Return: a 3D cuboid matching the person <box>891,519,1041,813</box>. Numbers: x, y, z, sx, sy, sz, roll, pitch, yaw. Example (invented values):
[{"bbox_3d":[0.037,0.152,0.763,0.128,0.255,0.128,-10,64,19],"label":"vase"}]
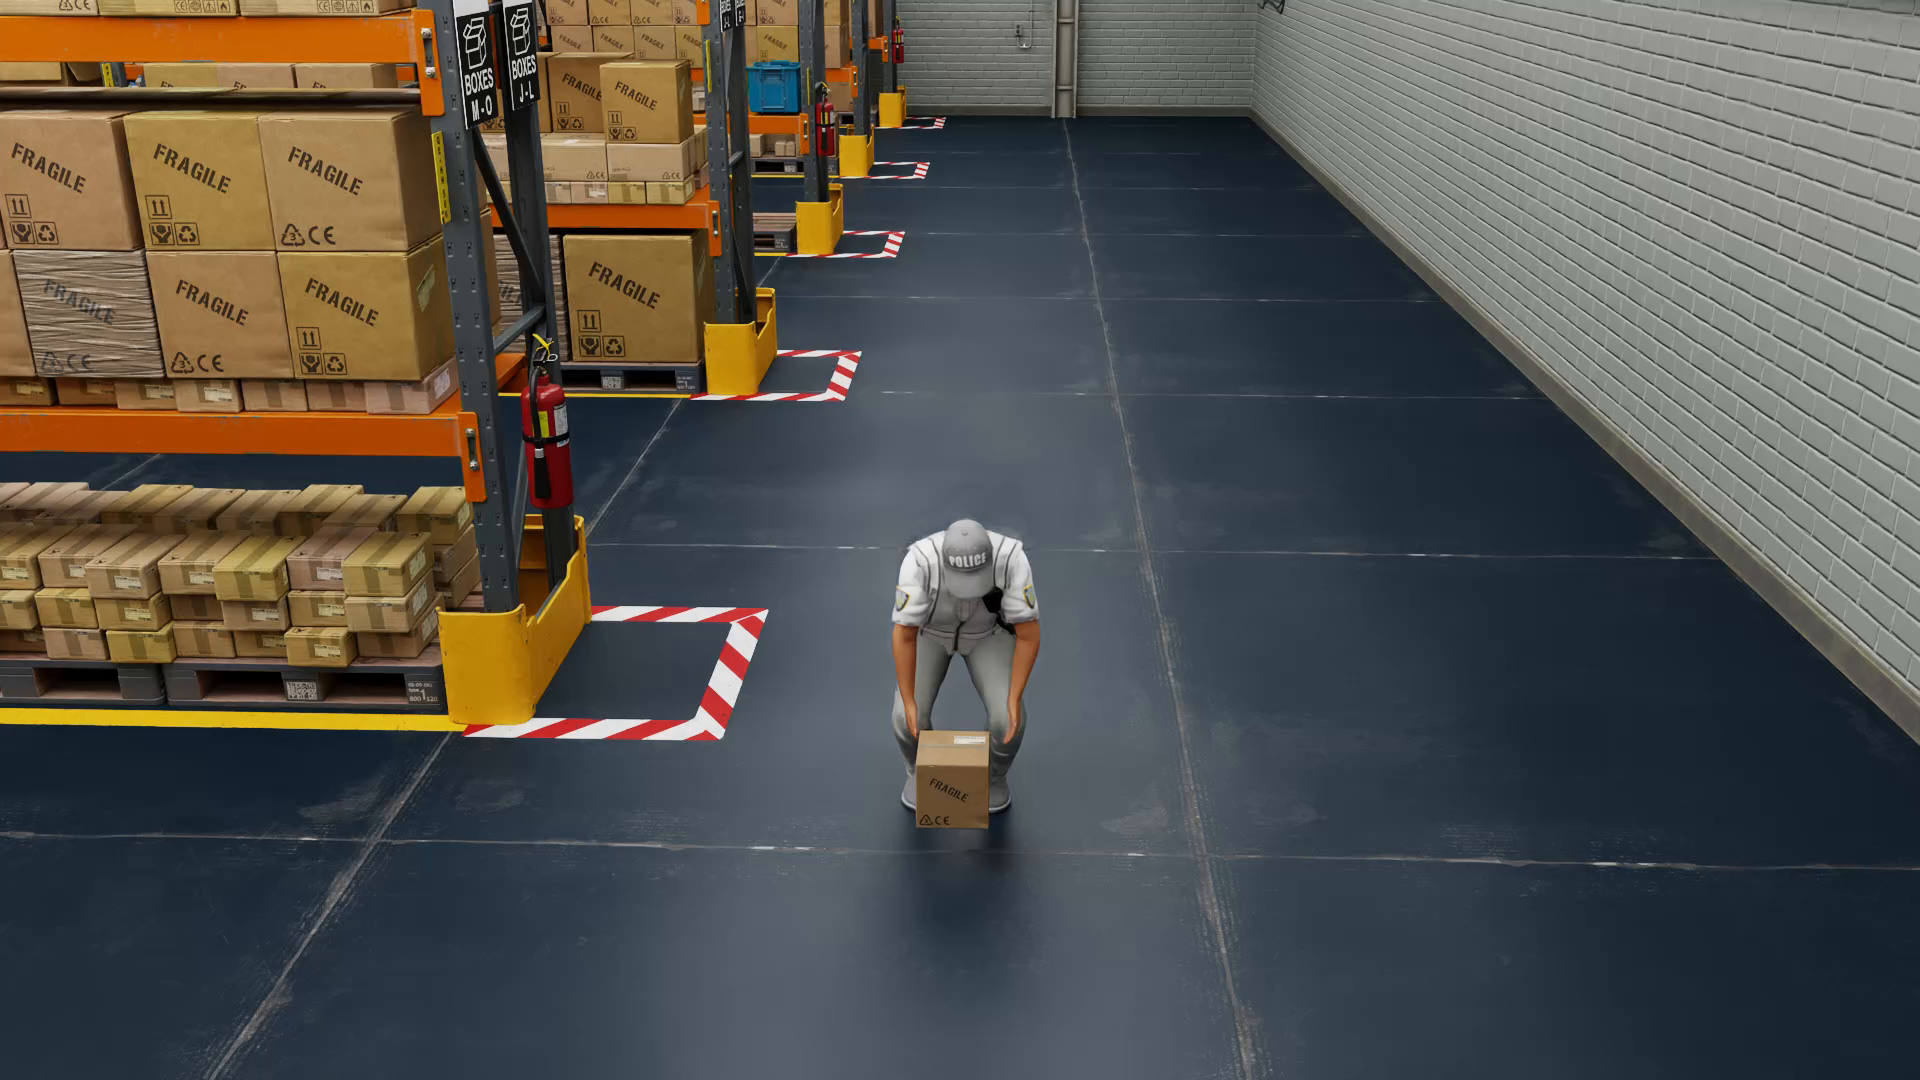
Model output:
[{"bbox_3d":[0.026,0.421,6.083,0.532,1.239,0.794,1,21,2],"label":"person"}]
